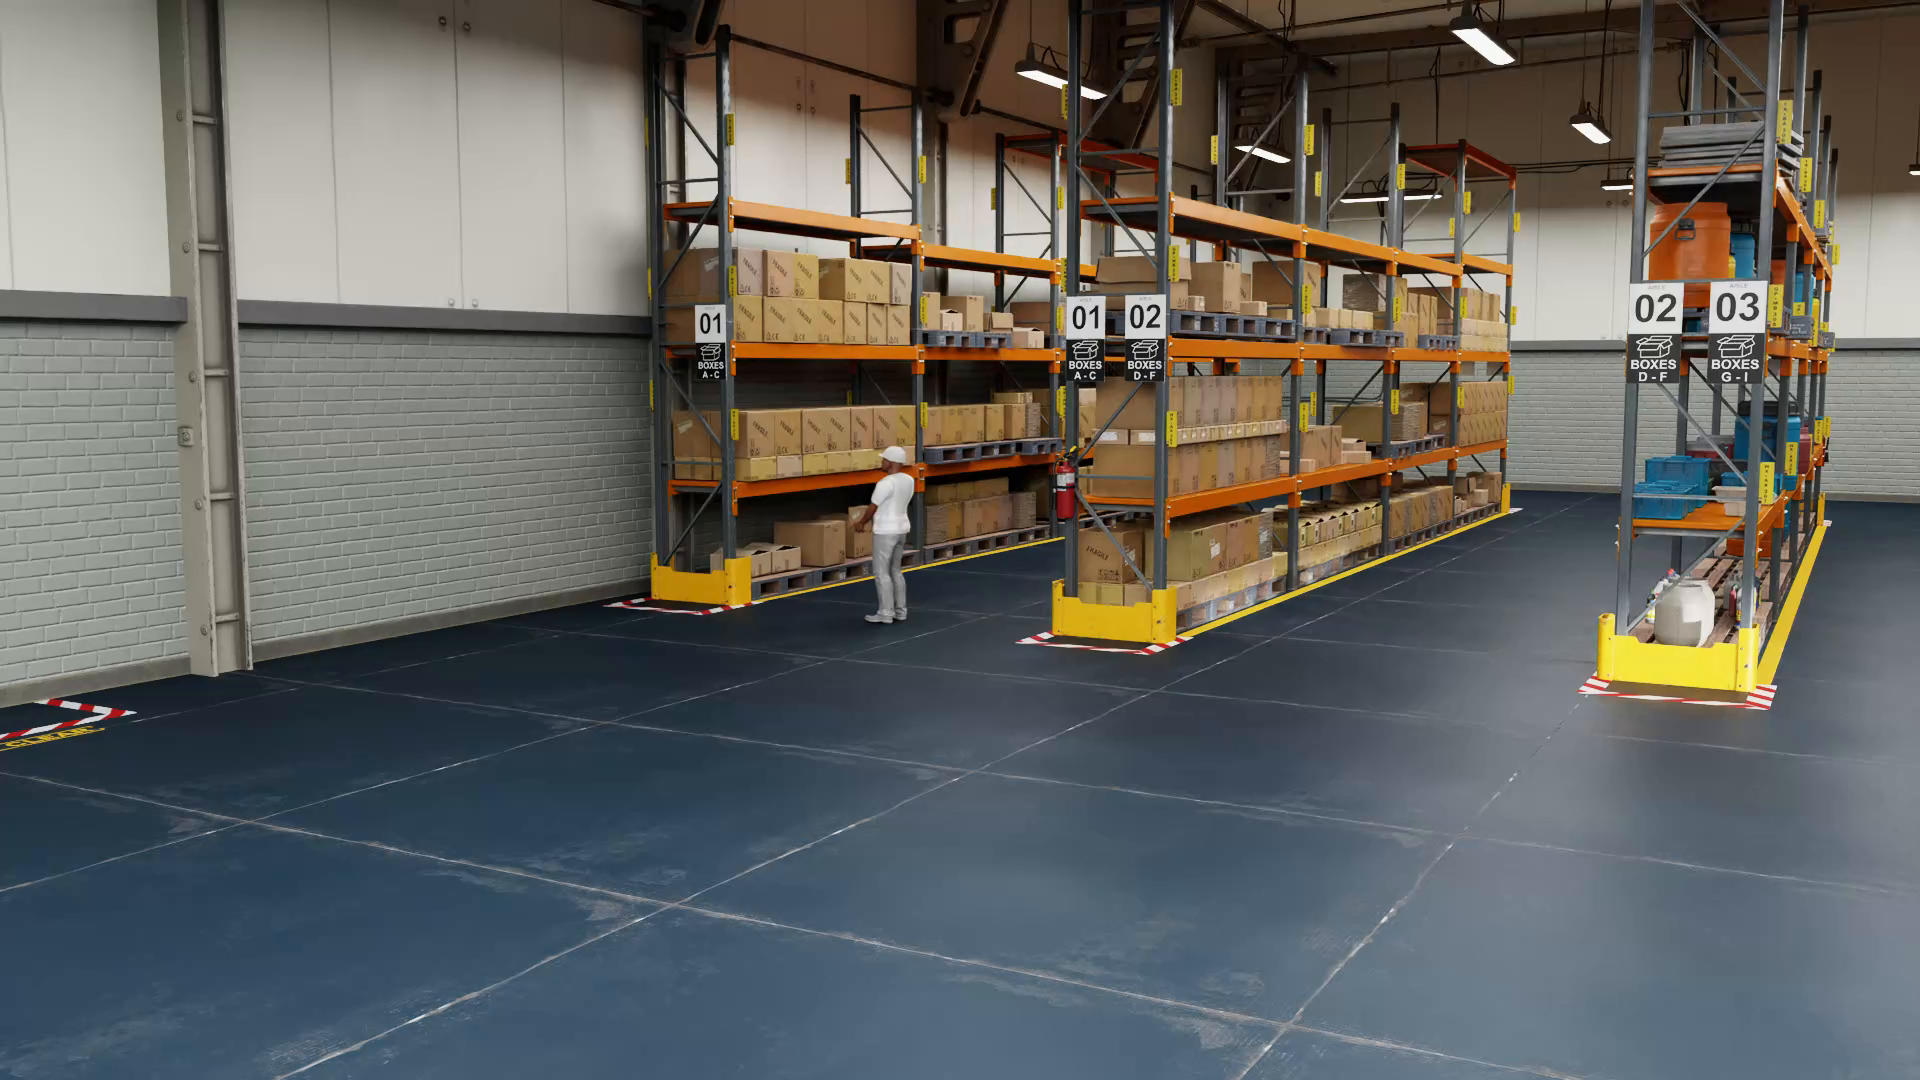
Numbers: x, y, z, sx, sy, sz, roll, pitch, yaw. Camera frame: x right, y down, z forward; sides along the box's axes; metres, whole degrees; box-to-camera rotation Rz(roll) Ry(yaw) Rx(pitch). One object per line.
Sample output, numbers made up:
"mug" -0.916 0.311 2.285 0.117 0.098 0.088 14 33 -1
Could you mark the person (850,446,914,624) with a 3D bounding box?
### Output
"person" -0.785 -0.065 16.661 0.576 1.765 0.507 3 7 28
